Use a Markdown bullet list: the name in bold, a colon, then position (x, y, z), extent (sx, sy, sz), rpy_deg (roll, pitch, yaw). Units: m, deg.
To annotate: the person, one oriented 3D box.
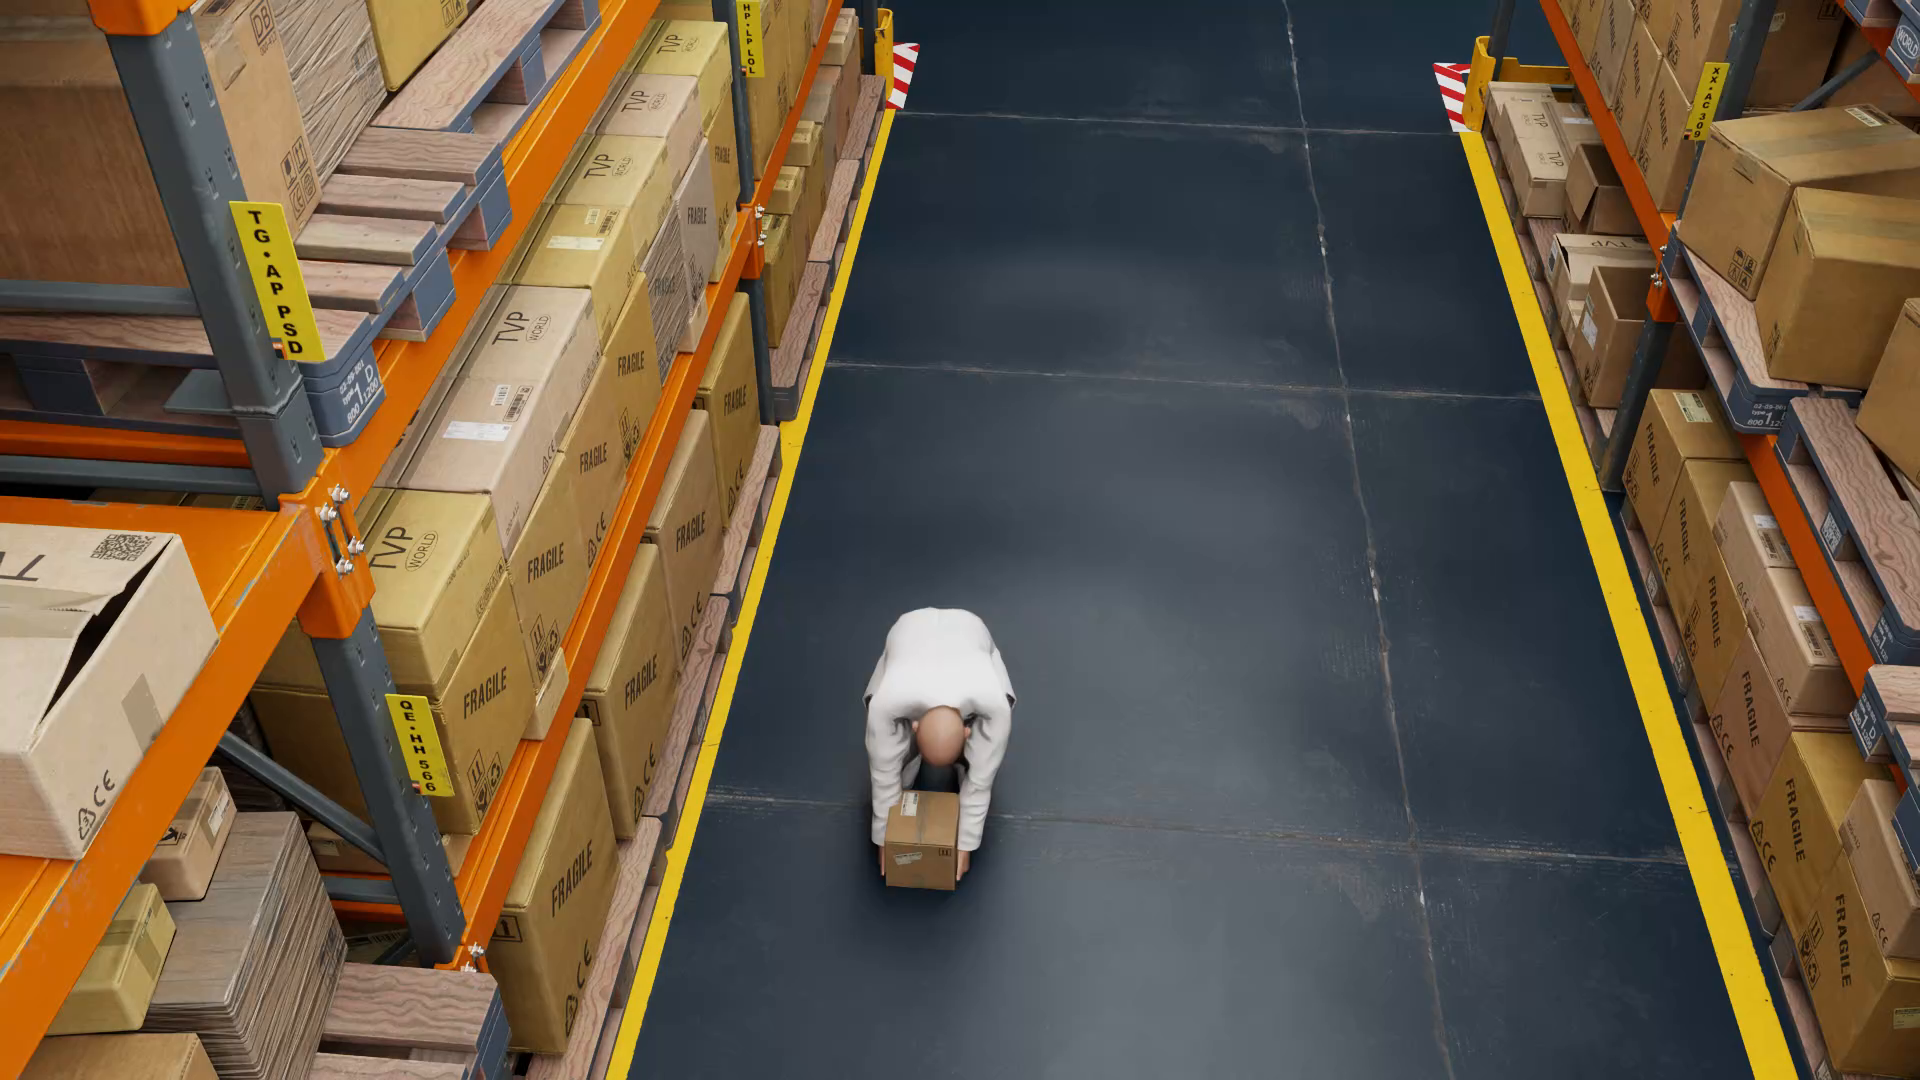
- **person**: position (-0.081, 0.694, 6.151), extent (0.572, 0.830, 0.919), rpy_deg (2, 40, 3)
